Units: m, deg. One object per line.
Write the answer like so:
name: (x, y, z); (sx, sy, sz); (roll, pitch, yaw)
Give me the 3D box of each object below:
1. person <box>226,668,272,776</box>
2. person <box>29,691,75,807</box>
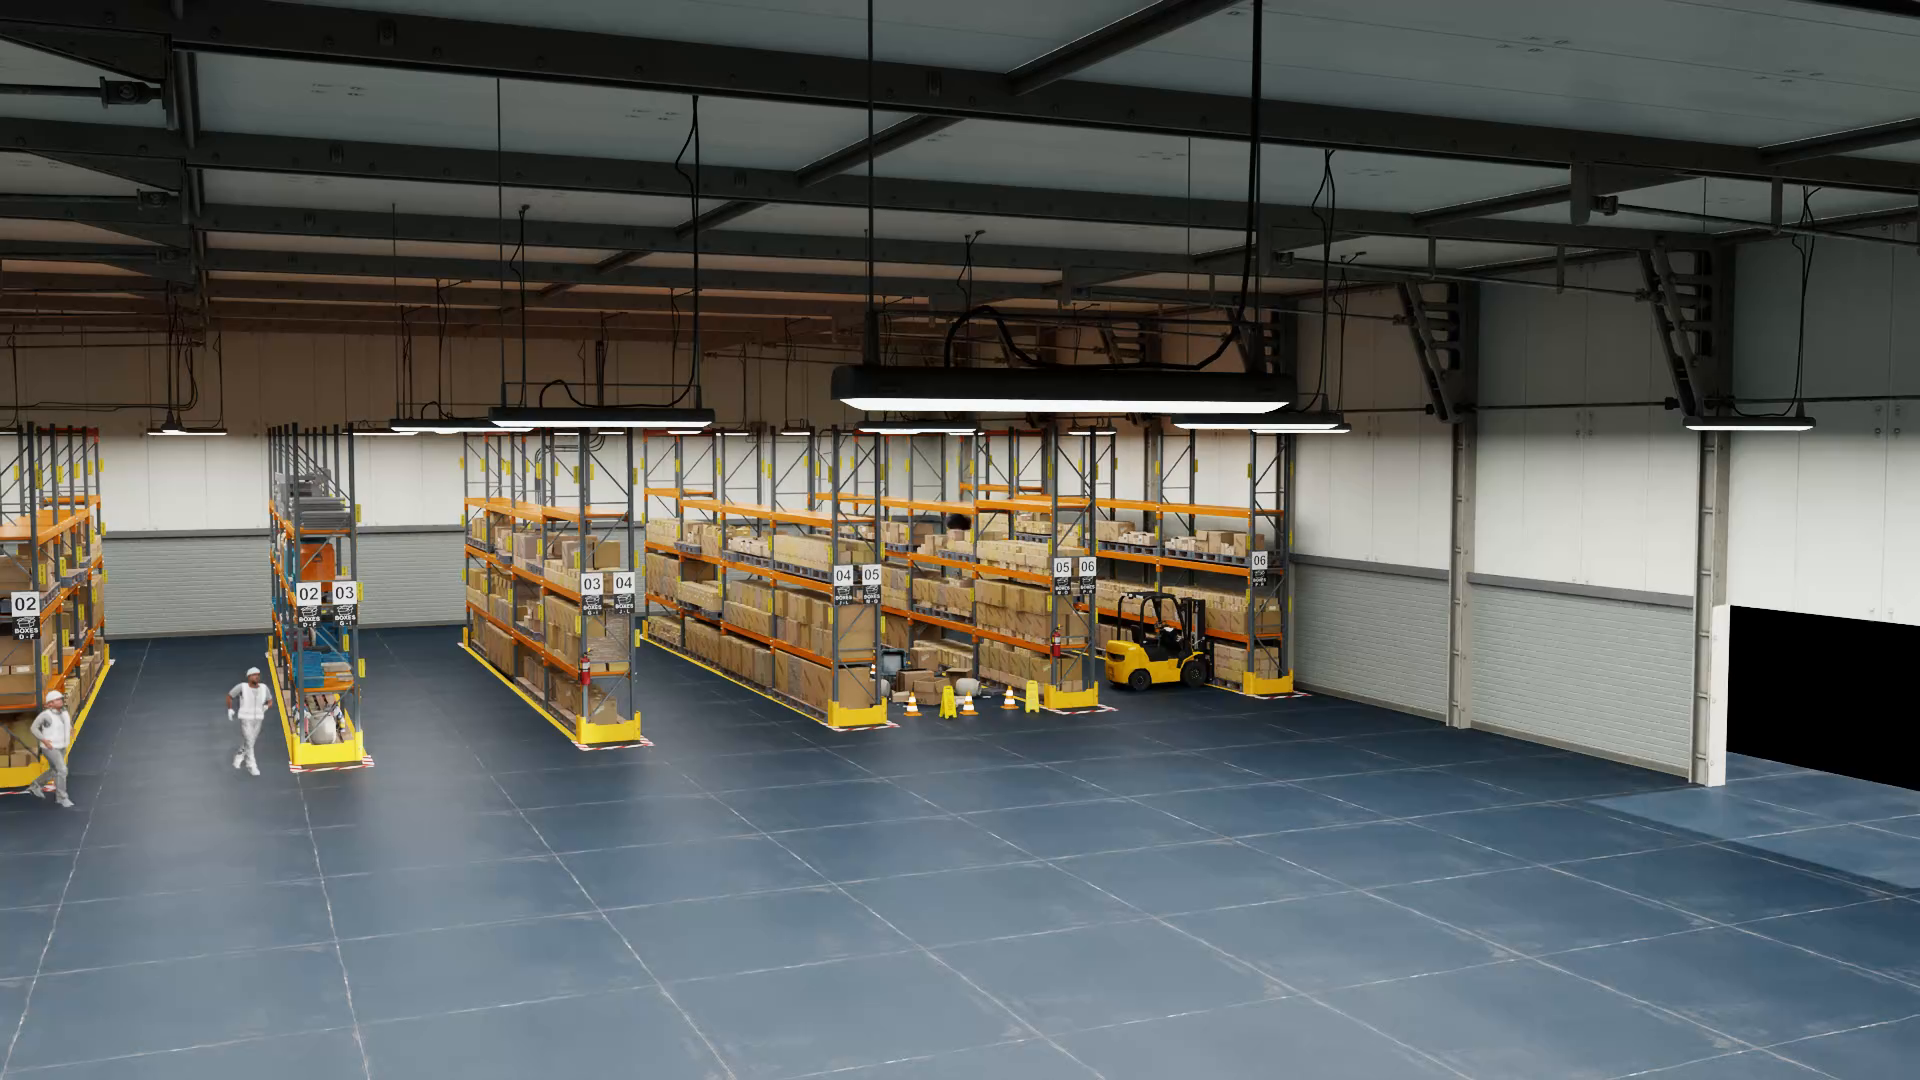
person: (-12.120, 3.080, 28.509); (0.925, 1.768, 0.714); (3, 5, 41)
person: (-14.192, 3.251, 25.996); (0.834, 1.813, 0.669); (1, 4, 10)
